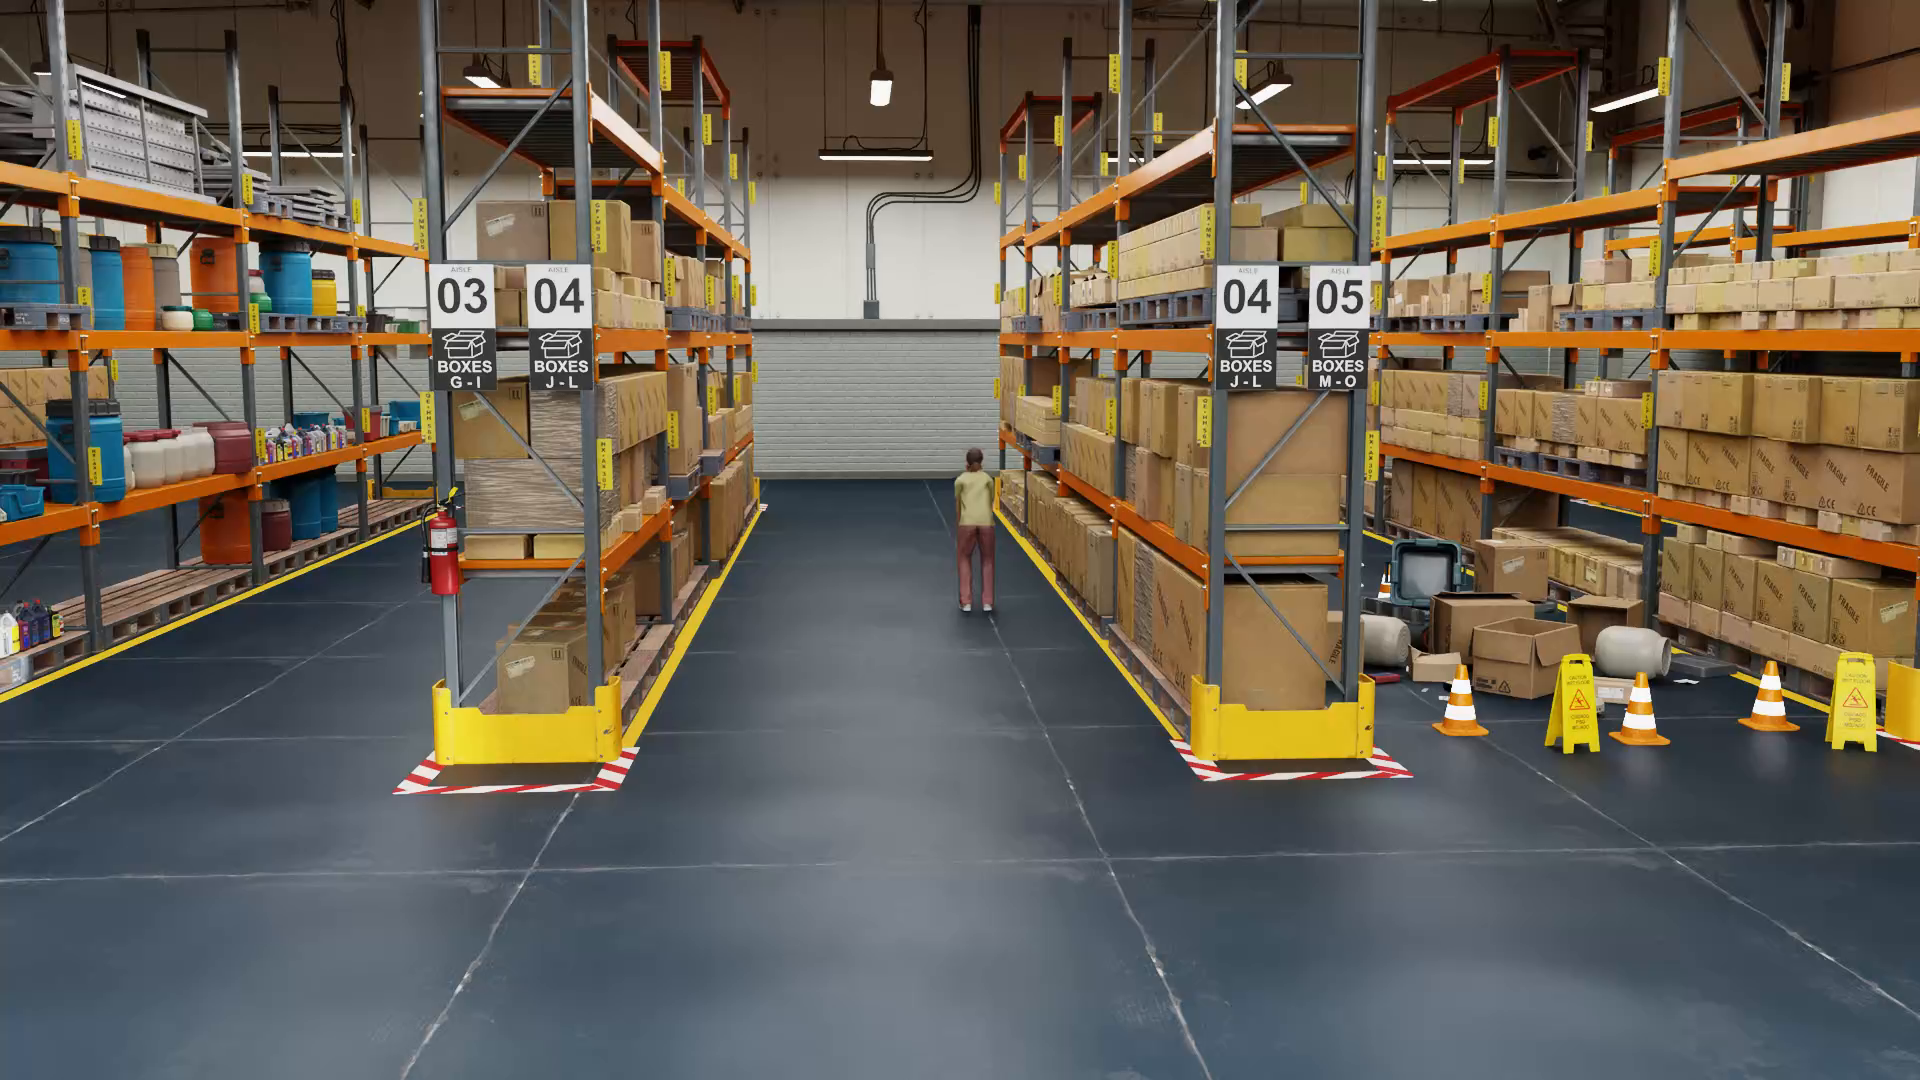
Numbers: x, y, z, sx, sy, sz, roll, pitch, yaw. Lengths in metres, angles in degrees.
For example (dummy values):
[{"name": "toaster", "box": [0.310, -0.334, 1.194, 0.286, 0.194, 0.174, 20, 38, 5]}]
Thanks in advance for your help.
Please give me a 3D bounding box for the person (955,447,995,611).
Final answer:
[{"name": "person", "box": [0.148, -0.114, 16.847, 0.409, 1.644, 0.521, -1, 7, -5]}]
